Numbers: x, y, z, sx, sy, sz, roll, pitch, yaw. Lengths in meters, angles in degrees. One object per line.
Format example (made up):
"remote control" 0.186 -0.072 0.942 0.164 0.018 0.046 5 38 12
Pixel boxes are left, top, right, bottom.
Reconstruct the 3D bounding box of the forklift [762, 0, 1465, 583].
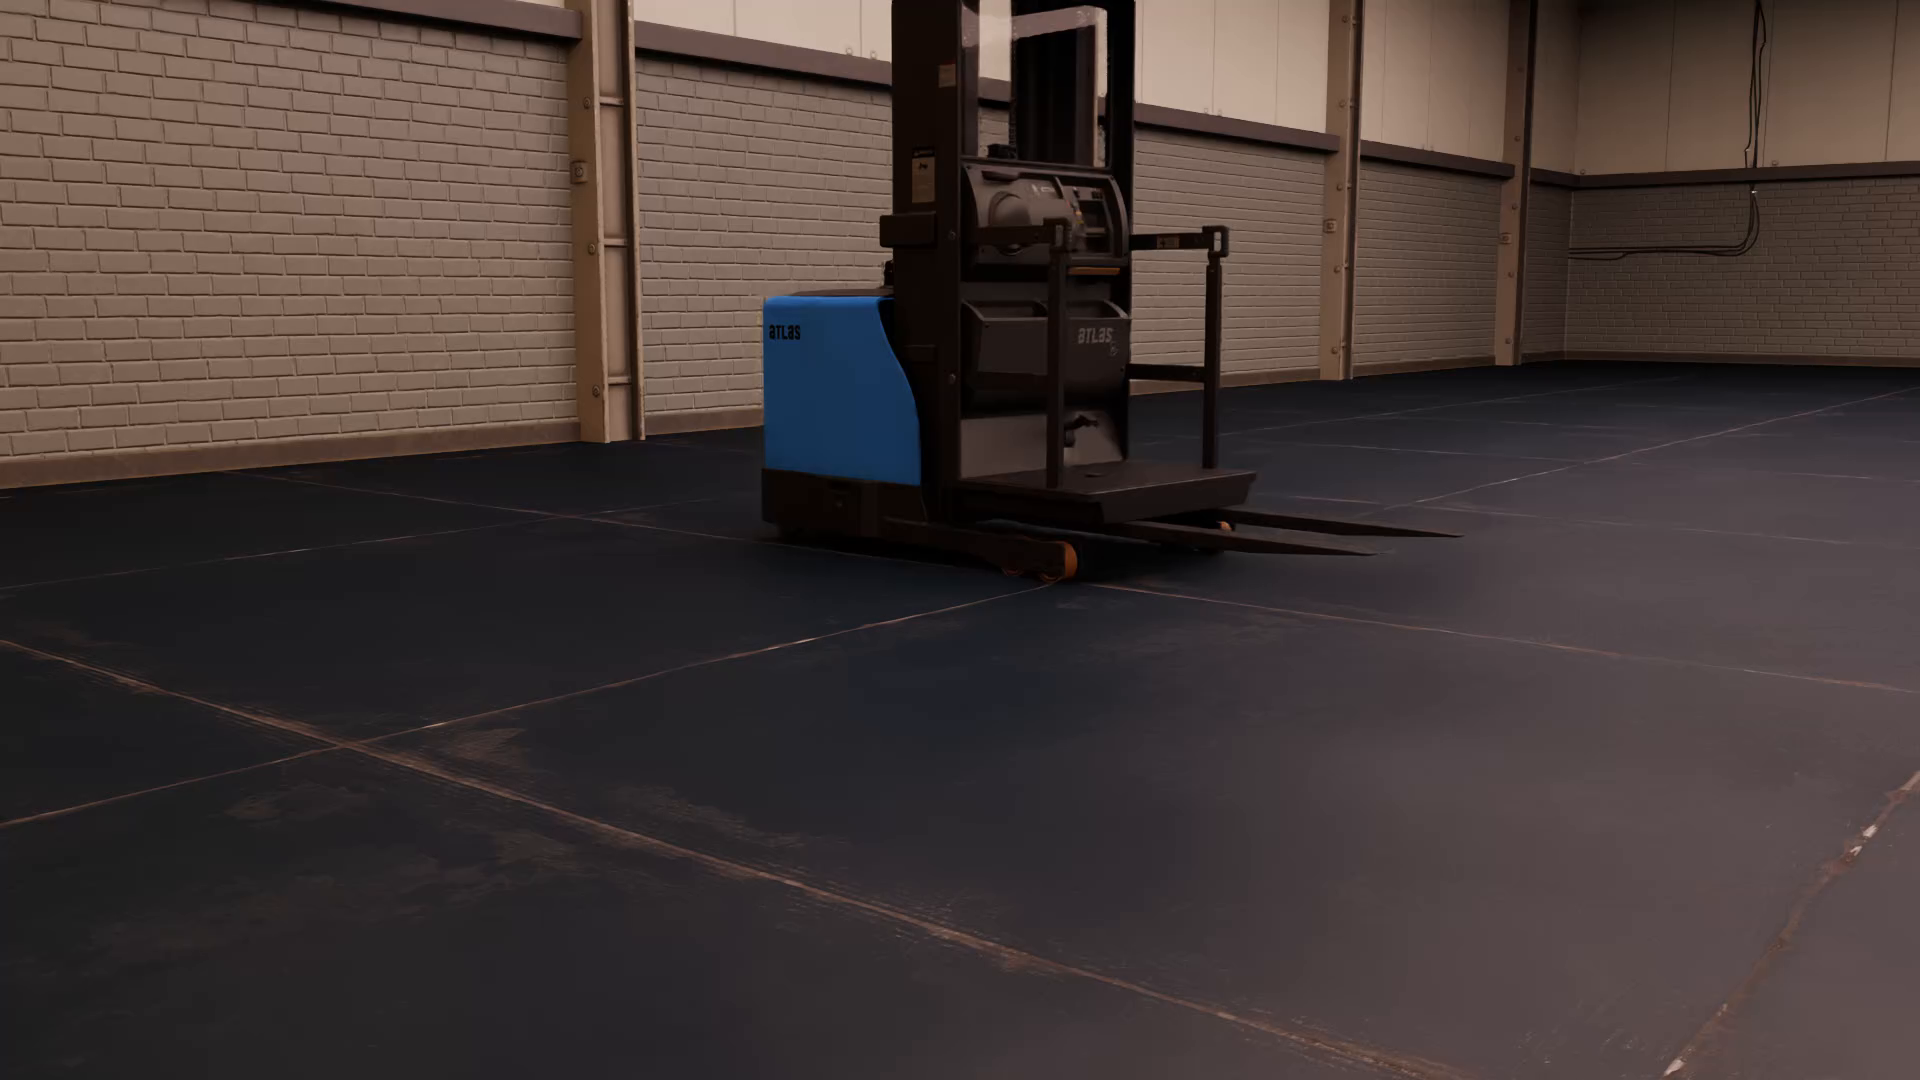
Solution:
"forklift" 0.513 -1.370 6.644 3.031 2.935 1.130 8 12 44
